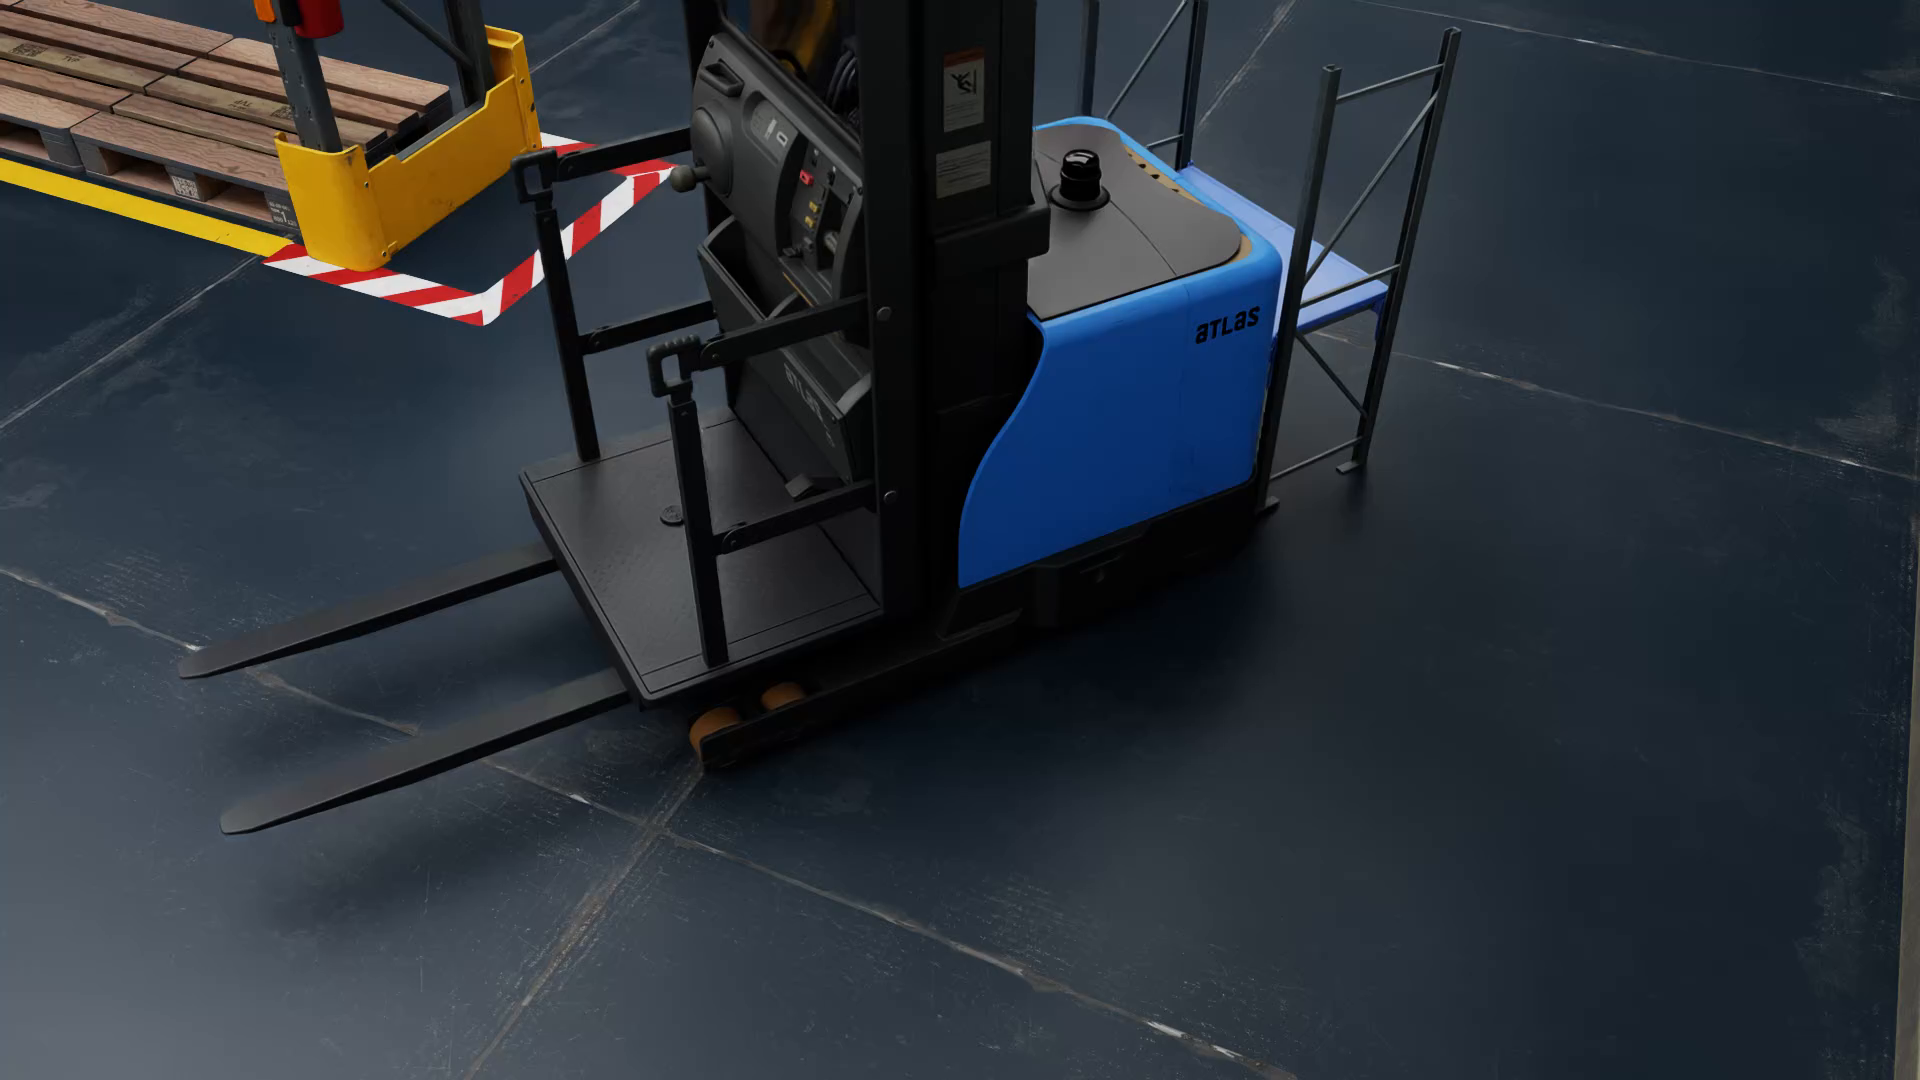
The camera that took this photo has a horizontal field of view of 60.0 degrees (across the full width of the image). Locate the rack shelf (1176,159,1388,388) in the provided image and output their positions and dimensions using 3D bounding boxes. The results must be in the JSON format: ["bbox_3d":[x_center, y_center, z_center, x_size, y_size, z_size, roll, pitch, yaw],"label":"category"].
[{"bbox_3d":[0.865,-0.889,5.396,0.538,0.185,1.000,-23,46,-26],"label":"rack shelf"}]

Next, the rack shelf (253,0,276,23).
[{"bbox_3d":[-4.032,-2.834,6.779,4.000,0.370,1.077,17,44,19],"label":"rack shelf"}]

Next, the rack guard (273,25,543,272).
[{"bbox_3d":[-2.192,-1.609,6.724,0.348,0.500,1.175,17,44,19],"label":"rack guard"}]

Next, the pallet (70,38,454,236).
[{"bbox_3d":[-2.950,-1.750,7.108,1.213,0.211,1.003,17,44,19],"label":"pallet"}]

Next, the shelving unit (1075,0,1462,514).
[{"bbox_3d":[0.869,-1.026,5.280,0.538,1.500,1.048,-23,46,-26],"label":"shelving unit"}]

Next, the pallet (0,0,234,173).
[{"bbox_3d":[-4.052,-2.089,7.498,1.213,0.211,1.003,17,44,19],"label":"pallet"}]

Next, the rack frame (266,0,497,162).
[{"bbox_3d":[-2.219,-2.552,5.904,0.127,3.000,1.000,17,44,19],"label":"rack frame"}]

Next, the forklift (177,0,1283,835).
[{"bbox_3d":[-0.642,-0.886,4.035,3.031,2.935,1.130,-20,45,-21],"label":"forklift"}]

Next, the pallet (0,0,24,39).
[{"bbox_3d":[-5.161,-2.426,7.887,1.213,0.211,1.003,17,44,19],"label":"pallet"}]

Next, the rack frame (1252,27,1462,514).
[{"bbox_3d":[1.155,-0.751,4.963,0.500,1.500,0.032,-23,46,-26],"label":"rack frame"}]

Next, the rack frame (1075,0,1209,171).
[{"bbox_3d":[0.583,-1.302,5.598,0.500,1.500,0.032,-23,46,-26],"label":"rack frame"}]

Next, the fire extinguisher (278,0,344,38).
[{"bbox_3d":[-2.275,-2.071,5.692,0.183,0.674,0.296,17,44,19],"label":"fire extinguisher"}]
